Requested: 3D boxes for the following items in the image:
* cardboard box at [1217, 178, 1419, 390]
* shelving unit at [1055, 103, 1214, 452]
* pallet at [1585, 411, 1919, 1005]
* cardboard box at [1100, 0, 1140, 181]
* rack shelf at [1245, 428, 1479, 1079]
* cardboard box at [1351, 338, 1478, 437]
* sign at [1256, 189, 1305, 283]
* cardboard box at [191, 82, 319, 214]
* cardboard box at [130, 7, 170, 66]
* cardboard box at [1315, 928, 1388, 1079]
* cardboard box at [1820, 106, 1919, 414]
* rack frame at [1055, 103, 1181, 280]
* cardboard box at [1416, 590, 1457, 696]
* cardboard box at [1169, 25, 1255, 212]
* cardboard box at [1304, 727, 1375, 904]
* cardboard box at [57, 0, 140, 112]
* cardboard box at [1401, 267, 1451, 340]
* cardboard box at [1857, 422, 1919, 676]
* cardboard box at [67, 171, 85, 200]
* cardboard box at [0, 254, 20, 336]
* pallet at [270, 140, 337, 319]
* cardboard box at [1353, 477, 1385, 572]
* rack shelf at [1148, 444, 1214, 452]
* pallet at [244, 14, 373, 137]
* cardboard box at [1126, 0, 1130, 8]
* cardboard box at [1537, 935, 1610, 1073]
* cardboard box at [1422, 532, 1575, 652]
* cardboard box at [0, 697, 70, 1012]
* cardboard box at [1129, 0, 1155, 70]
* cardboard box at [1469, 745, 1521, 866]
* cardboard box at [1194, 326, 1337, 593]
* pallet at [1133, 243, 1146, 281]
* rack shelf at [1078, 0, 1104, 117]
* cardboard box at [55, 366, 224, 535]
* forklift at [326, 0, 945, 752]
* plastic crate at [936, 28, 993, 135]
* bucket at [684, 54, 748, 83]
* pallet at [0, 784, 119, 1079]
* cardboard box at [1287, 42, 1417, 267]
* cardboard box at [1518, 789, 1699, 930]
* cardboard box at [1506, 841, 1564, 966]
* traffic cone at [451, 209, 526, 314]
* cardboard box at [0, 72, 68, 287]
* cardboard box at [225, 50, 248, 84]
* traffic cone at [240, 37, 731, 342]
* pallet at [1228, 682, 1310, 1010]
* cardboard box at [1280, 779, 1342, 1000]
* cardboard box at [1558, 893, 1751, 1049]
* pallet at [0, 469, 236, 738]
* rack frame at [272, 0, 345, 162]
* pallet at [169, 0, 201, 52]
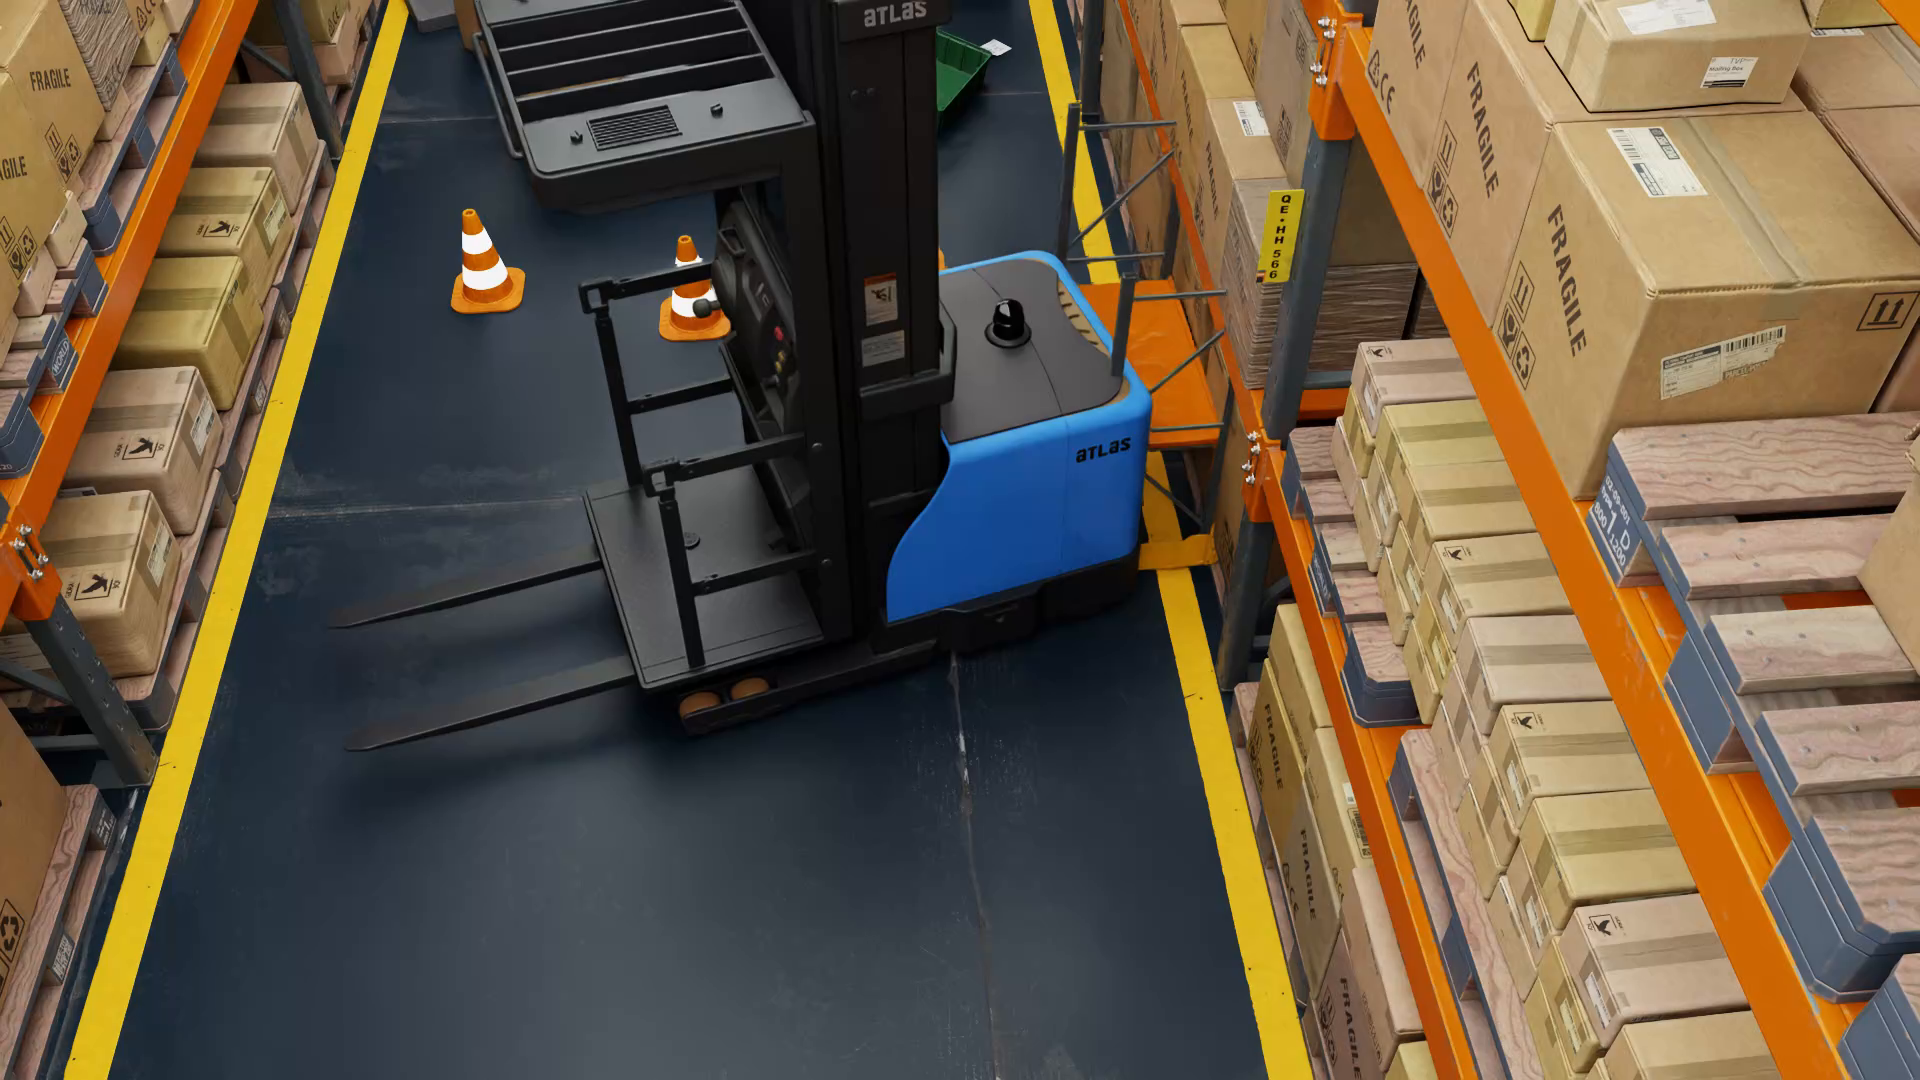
[{"bbox_3d":[1.182,-0.867,5.572,0.500,0.500,0.500,-3,47,-3],"label":"cardboard box"},{"bbox_3d":[0.704,-0.809,6.556,0.500,1.500,0.985,-5,48,-6],"label":"shelving unit"},{"bbox_3d":[1.787,0.201,2.693,1.213,0.211,1.003,-3,47,-3],"label":"pallet"},{"bbox_3d":[1.294,-2.344,8.301,1.050,0.750,0.750,-4,47,-3],"label":"cardboard box"},{"bbox_3d":[1.655,1.172,4.206,1.077,0.370,4.000,-3,47,-3],"label":"rack shelf"},{"bbox_3d":[1.333,-0.436,4.707,0.380,0.149,0.250,-3,47,-3],"label":"cardboard box"},{"bbox_3d":[0.934,-0.885,4.861,0.100,0.325,0.005,-3,47,-3],"label":"sign"},{"bbox_3d":[-3.726,-1.904,8.145,0.950,0.372,0.625,-3,47,-3],"label":"cardboard box"},{"bbox_3d":[-3.383,-2.006,6.604,0.380,0.149,0.250,-4,47,-3],"label":"cardboard box"},{"bbox_3d":[1.385,1.454,4.875,0.500,0.500,0.500,-5,47,-4],"label":"cardboard box"},{"bbox_3d":[1.881,-0.468,3.129,0.500,0.500,0.500,-3,47,-3],"label":"cardboard box"},{"bbox_3d":[0.639,-1.161,6.871,0.500,1.500,0.032,-5,48,-6],"label":"rack frame"},{"bbox_3d":[1.399,0.251,4.262,0.380,0.149,0.250,-3,47,-3],"label":"cardboard box"},{"bbox_3d":[1.100,-1.589,6.257,0.500,0.500,0.500,-4,47,-4],"label":"cardboard box"},{"bbox_3d":[1.346,0.815,4.964,0.500,0.250,0.500,-4,47,-4],"label":"cardboard box"},{"bbox_3d":[-3.380,-1.892,6.049,0.500,0.500,0.500,-5,47,-5],"label":"cardboard box"},{"bbox_3d":[1.719,-0.898,5.602,0.500,0.500,0.500,-3,47,-3],"label":"cardboard box"},{"bbox_3d":[1.824,0.035,2.362,0.797,0.503,0.637,-4,47,-4],"label":"cardboard box"},{"bbox_3d":[-3.347,-1.230,5.870,0.380,0.149,0.250,-1,47,-1],"label":"cardboard box"},{"bbox_3d":[-3.244,-0.769,4.986,0.500,0.500,0.500,-5,47,-4],"label":"cardboard box"},{"bbox_3d":[-3.705,-1.521,8.181,1.003,0.211,1.213,-3,47,-3],"label":"pallet"},{"bbox_3d":[1.346,-0.050,4.752,0.380,0.149,0.250,-1,47,-1],"label":"cardboard box"},{"bbox_3d":[0.704,-0.689,6.642,0.416,0.036,0.922,-5,48,-6],"label":"rack shelf"},{"bbox_3d":[-3.863,-2.568,9.173,1.003,0.211,1.213,-3,47,-3],"label":"pallet"},{"bbox_3d":[0.971,-2.689,7.298,0.500,0.500,0.500,-3,47,-3],"label":"cardboard box"},{"bbox_3d":[1.478,0.982,3.570,0.380,0.149,0.250,-3,47,-3],"label":"cardboard box"},{"bbox_3d":[1.396,0.125,4.177,0.380,0.149,0.250,-5,47,-5],"label":"cardboard box"},{"bbox_3d":[-3.462,0.942,5.102,0.875,0.875,0.875,-4,47,-4],"label":"cardboard box"},{"bbox_3d":[1.010,-2.327,6.956,0.500,0.500,0.500,-4,47,-4],"label":"cardboard box"},{"bbox_3d":[1.437,0.611,3.921,0.380,0.149,0.250,-4,47,-4],"label":"cardboard box"},{"bbox_3d":[1.526,-0.339,6.402,1.050,0.750,0.750,-4,47,-4],"label":"cardboard box"},{"bbox_3d":[1.397,-1.019,7.706,1.003,0.211,1.213,-3,47,-3],"label":"pallet"},{"bbox_3d":[8.748,-2.408,7.101,15.905,3.000,4.168,-3,47,-3],"label":"rack shelf"},{"bbox_3d":[-3.544,-0.332,6.656,0.950,0.372,0.625,-4,47,-4],"label":"cardboard box"},{"bbox_3d":[-1.107,-1.240,6.043,3.086,2.935,2.622,-15,48,-14],"label":"forklift"},{"bbox_3d":[-0.168,-2.516,9.100,0.450,0.188,0.662,25,51,9],"label":"plastic crate"},{"bbox_3d":[-1.157,-2.772,8.653,0.726,0.611,0.620,11,58,10],"label":"bucket"},{"bbox_3d":[-3.446,1.385,5.429,1.003,0.211,1.213,-3,47,-3],"label":"pallet"},{"bbox_3d":[1.459,-1.226,5.224,0.700,0.500,0.500,-4,47,-4],"label":"cardboard box"},{"bbox_3d":[1.462,0.693,3.639,0.380,0.149,0.250,-4,47,-4],"label":"cardboard box"},{"bbox_3d":[1.463,0.806,3.736,0.380,0.149,0.250,-2,47,-2],"label":"cardboard box"},{"bbox_3d":[-2.273,-1.358,7.854,0.336,0.463,0.334,-3,47,-3],"label":"traffic cone"},{"bbox_3d":[-3.295,-1.146,5.343,0.500,0.500,0.500,-1,47,-1],"label":"cardboard box"},{"bbox_3d":[-4.089,-2.653,8.938,0.500,0.250,0.500,-2,47,-1],"label":"cardboard box"},{"bbox_3d":[-2.661,-2.436,7.260,3.046,2.808,1.723,-3,47,-3],"label":"traffic cone"},{"bbox_3d":[1.551,1.002,5.792,1.003,0.211,1.213,-3,47,-3],"label":"pallet"},{"bbox_3d":[1.338,1.083,5.227,0.500,0.500,0.500,-3,47,-3],"label":"cardboard box"},{"bbox_3d":[1.486,0.887,3.454,0.380,0.149,0.250,-5,47,-5],"label":"cardboard box"},{"bbox_3d":[-3.501,0.245,6.509,1.003,0.211,1.213,-3,47,-3],"label":"pallet"},{"bbox_3d":[-3.772,-3.043,7.702,1.000,3.000,0.127,-3,47,-3],"label":"rack frame"},{"bbox_3d":[-3.853,-2.415,7.240,1.003,0.211,1.213,-3,47,-3],"label":"pallet"}]
